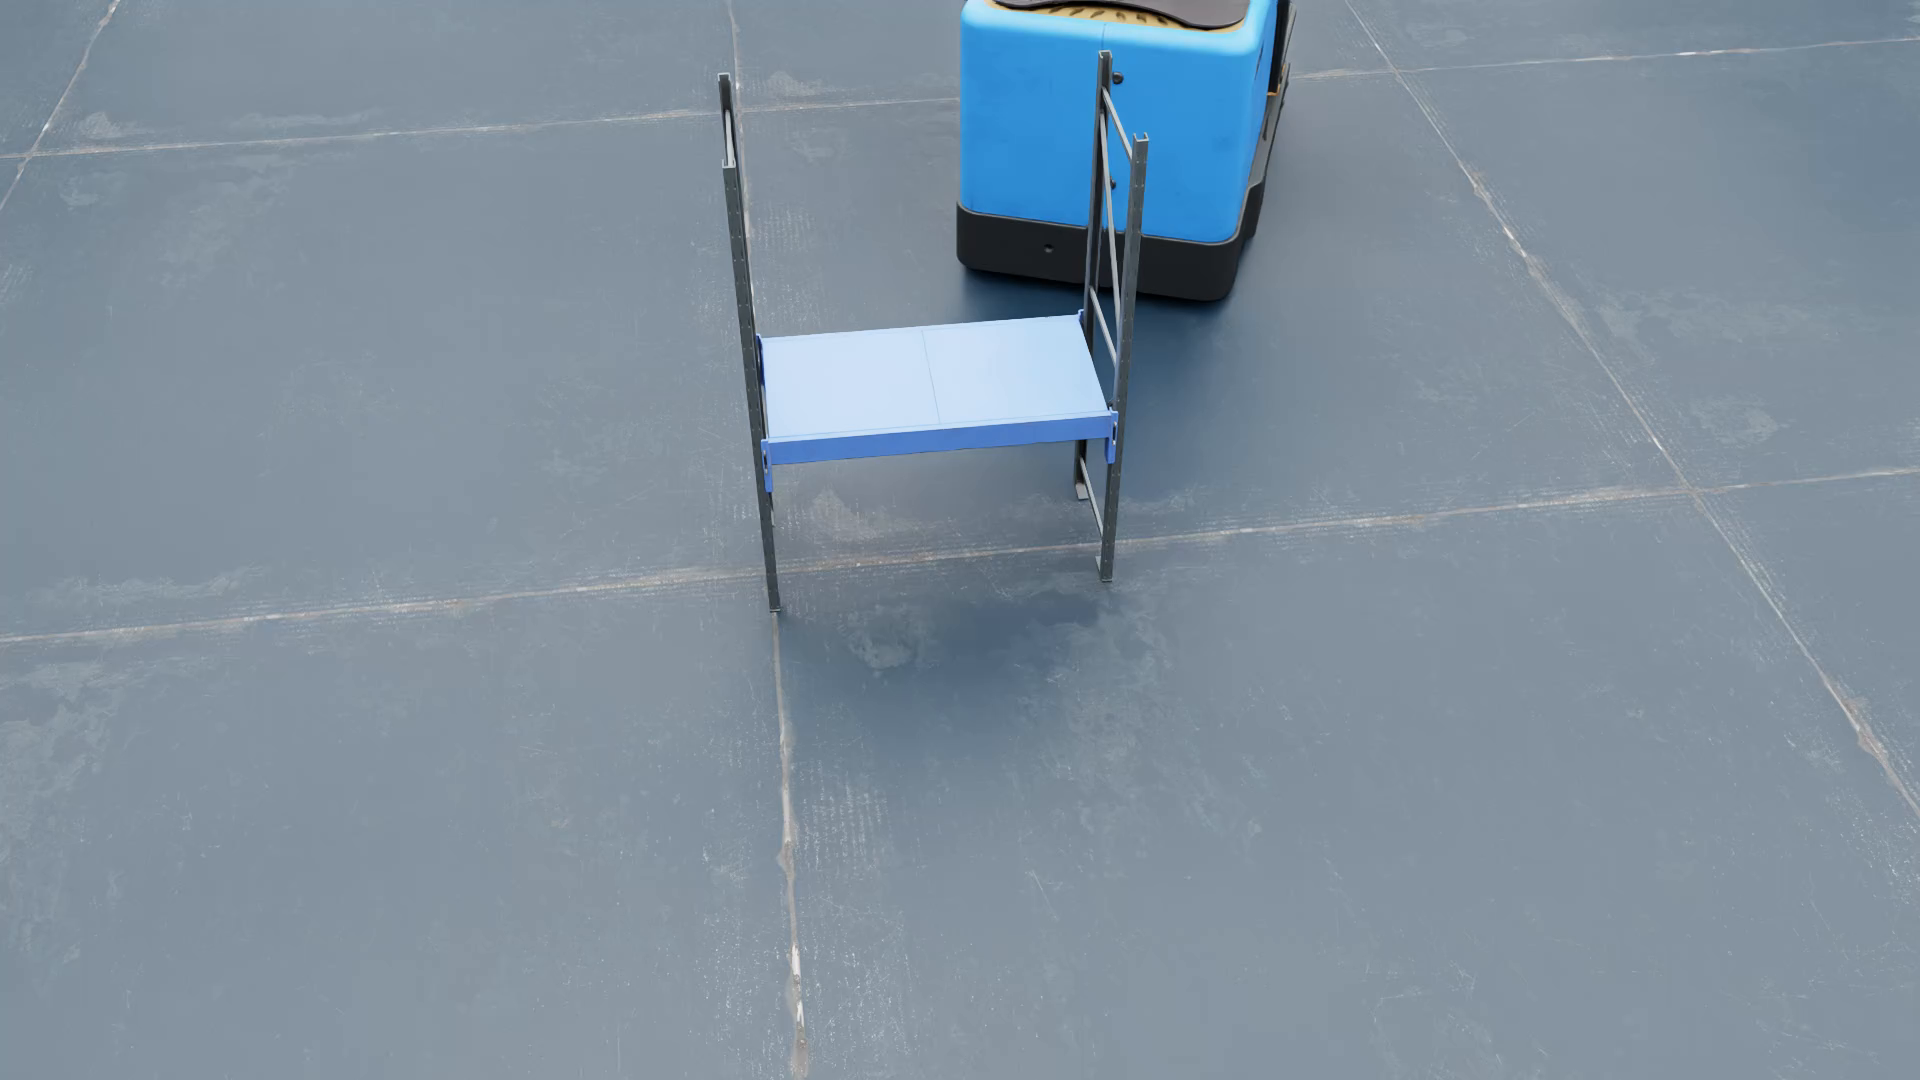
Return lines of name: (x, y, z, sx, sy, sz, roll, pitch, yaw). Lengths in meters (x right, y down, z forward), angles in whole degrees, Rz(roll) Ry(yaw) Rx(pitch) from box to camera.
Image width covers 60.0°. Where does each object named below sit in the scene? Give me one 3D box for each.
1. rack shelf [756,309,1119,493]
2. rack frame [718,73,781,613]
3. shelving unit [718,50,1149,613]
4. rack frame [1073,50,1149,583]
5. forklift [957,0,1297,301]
rack shelf: (-0.085, -0.416, 4.860, 1.000, 0.185, 0.538, -5, 42, -6)
rack frame: (-0.589, -0.505, 4.690, 0.032, 1.500, 0.500, -5, 42, -6)
shelving unit: (-0.085, -0.549, 4.739, 1.048, 1.500, 0.538, -5, 42, -6)
rack frame: (0.419, -0.594, 4.788, 0.032, 1.500, 0.500, -5, 42, -6)
forklift: (0.846, -2.968, 6.352, 1.130, 2.935, 3.031, 10, 43, 11)
